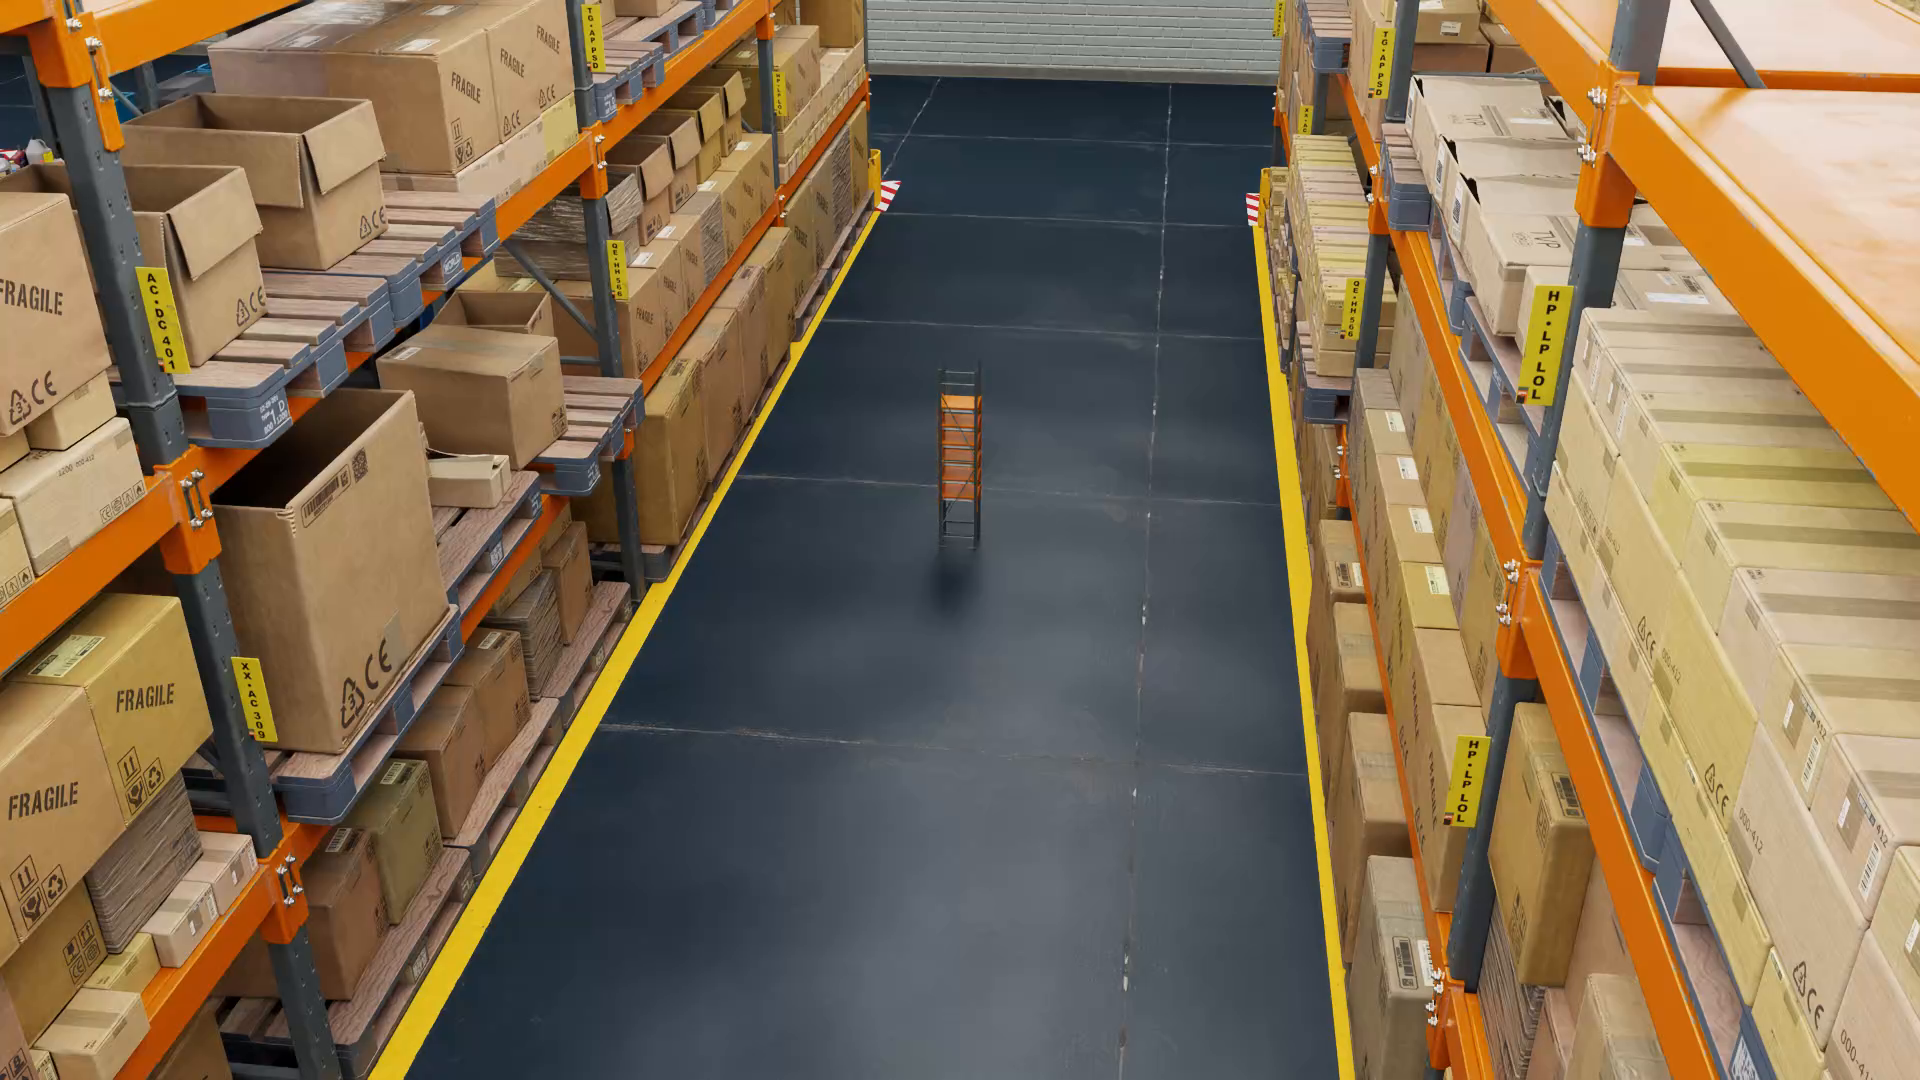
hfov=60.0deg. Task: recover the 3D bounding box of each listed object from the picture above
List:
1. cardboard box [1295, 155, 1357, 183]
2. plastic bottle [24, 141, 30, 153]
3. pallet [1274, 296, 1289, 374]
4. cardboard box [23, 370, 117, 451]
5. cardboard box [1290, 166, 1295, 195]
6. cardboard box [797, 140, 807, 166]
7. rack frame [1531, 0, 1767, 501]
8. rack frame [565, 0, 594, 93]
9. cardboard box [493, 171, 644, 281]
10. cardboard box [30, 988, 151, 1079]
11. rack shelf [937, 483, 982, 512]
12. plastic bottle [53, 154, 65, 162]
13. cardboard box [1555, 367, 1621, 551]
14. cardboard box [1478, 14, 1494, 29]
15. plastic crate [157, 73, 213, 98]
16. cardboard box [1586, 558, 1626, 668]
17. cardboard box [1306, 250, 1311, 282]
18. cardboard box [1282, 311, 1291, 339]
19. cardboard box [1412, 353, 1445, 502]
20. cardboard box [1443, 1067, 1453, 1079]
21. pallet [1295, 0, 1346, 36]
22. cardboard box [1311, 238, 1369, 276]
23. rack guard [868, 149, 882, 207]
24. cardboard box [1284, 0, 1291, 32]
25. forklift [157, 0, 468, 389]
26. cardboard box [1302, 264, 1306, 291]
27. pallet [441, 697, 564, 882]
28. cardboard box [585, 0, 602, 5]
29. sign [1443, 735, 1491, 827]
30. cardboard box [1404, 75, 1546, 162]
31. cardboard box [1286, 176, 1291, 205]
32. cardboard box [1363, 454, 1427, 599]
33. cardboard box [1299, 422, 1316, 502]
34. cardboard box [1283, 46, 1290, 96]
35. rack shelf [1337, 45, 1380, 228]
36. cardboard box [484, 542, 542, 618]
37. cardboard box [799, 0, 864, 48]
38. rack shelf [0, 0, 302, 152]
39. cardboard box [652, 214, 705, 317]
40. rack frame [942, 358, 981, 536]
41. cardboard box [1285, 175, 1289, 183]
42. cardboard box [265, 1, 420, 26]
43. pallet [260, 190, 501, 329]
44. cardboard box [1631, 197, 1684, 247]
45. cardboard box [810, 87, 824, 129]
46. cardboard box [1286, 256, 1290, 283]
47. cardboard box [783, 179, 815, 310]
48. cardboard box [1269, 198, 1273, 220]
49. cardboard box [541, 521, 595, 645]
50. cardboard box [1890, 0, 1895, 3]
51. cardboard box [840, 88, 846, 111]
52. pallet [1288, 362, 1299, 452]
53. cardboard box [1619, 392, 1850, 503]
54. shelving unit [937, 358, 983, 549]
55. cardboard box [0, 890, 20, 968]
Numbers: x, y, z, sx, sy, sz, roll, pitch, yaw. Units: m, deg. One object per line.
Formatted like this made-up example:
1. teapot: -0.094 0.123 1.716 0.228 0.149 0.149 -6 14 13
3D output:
1. cardboard box: 2.453 -2.474 11.167 0.380 0.149 0.250 4 29 7
2. plastic bottle: -7.274 -2.973 13.022 0.061 0.283 0.133 3 28 6
3. pallet: 3.068 -1.639 13.363 1.003 0.211 1.213 3 28 6
4. cardboard box: -2.623 -0.379 4.659 0.380 0.149 0.250 4 29 8
5. cardboard box: 2.486 -2.473 11.479 0.380 0.149 0.250 3 28 5
6. cardboard box: -1.460 -3.142 13.476 0.380 0.149 0.250 4 29 8
7. rack frame: 2.040 -1.424 3.698 1.000 3.000 0.127 3 28 6
8. rack frame: -2.380 -3.643 7.816 1.000 3.000 0.127 3 28 6
9. cardboard box: -2.274 -1.831 9.615 0.797 0.503 0.637 4 29 8
10. cardboard box: -2.655 1.465 4.924 0.380 0.149 0.250 3 28 6
11. rack shelf: -0.002 -0.271 10.380 0.258 0.103 0.180 3 28 6
12. plastic bottle: -6.736 -2.708 12.457 0.144 0.351 0.185 3 28 6
13. cardboard box: 1.702 -0.184 3.854 0.500 0.250 0.500 4 29 7
14. cardboard box: 2.919 -2.520 8.789 0.500 0.500 0.500 3 28 6
15. plastic crate: -6.447 -3.633 13.992 0.402 0.464 0.583 3 28 6
16. cardboard box: 1.596 0.169 3.620 0.380 0.149 0.250 3 28 6
17. cardboard box: 2.264 -1.615 9.885 0.380 0.149 0.250 3 28 6
18. cardboard box: 2.730 -1.683 13.067 0.380 0.149 0.250 4 29 7
19. cardboard box: 2.344 -0.460 7.073 0.700 0.500 0.500 3 28 5
20. cardboard box: 1.894 2.259 4.983 0.875 0.875 0.875 4 29 7
21. pallet: 2.839 -3.502 10.916 1.213 0.211 1.003 3 28 6
22. cardboard box: 2.229 -1.627 9.594 0.380 0.149 0.250 4 29 8
23. rack guard: -1.397 -3.678 16.843 1.175 0.500 0.348 3 28 6
24. cardboard box: 3.192 -4.851 14.911 0.500 0.500 0.500 3 28 6
25. forklift: -4.431 -2.015 11.192 1.130 2.935 3.031 3 28 5
26. cardboard box: 2.297 -1.603 10.176 0.380 0.149 0.250 4 29 8
27. pallet: -2.629 1.166 8.155 1.003 0.211 1.213 3 28 6
28. cardboard box: -2.377 -2.844 8.944 0.797 0.503 0.637 5 29 9
29. sign: 1.500 0.715 4.915 0.100 0.325 0.005 3 28 6
30. cardboard box: 2.223 -1.848 7.193 0.500 0.311 0.500 3 29 6
31. cardboard box: 2.516 -2.464 11.776 0.380 0.149 0.250 2 28 4
32. cardboard box: 2.086 -0.038 7.344 0.500 0.500 0.500 3 28 6
33. cardboard box: 2.467 -0.569 10.629 0.500 0.500 0.500 2 28 4
34. cardboard box: 3.141 -4.158 14.679 0.500 0.500 0.500 3 29 6
35. rack shelf: 2.775 -2.611 9.822 1.077 0.370 4.000 3 28 6
36. cardboard box: -2.487 0.142 8.497 0.500 0.250 0.500 7 29 12
37. cardboard box: -1.199 -4.918 15.562 0.500 0.500 0.500 4 29 7
38. rack shelf: -2.625 -2.209 6.334 1.077 0.370 4.000 3 28 6
39. cardboard box: -1.930 -1.743 10.510 0.500 0.500 0.500 3 28 5
40. rack frame: 0.009 -0.564 10.325 0.240 1.200 0.006 3 28 6
41. cardboard box: 3.195 -3.260 15.366 0.380 0.149 0.250 4 29 7
42. cardboard box: -2.759 -2.142 7.560 0.500 0.500 0.500 4 29 7
43. pallet: -2.565 -1.130 6.512 1.213 0.211 1.003 3 28 6
44. cardboard box: 2.480 -1.142 5.930 0.396 0.266 0.258 3 28 6
45. cardboard box: -1.449 -3.634 13.969 0.500 0.250 0.500 4 29 7
46. cardboard box: 2.821 -2.163 13.331 0.380 0.149 0.250 3 28 6
47. cardboard box: -1.730 -2.440 13.706 0.875 0.875 0.875 3 28 6
48. cardboard box: 3.129 -3.134 15.759 0.380 0.149 0.250 4 29 7
49. cardboard box: -2.442 0.221 9.140 0.700 0.500 0.500 2 28 4
50. cardboard box: 8.010 -4.567 14.014 0.380 0.149 0.250 4 29 8
51. cardboard box: -1.240 -3.989 15.049 0.380 0.149 0.250 3 28 5
52. pallet: 2.926 -0.955 12.092 1.003 0.211 1.213 3 28 6
53. cardboard box: 1.597 -0.182 3.431 0.380 0.149 0.250 3 28 6
54. shelving unit: -0.002 -0.521 10.245 0.258 1.200 0.189 3 28 6
55. cardboard box: -2.774 0.964 4.116 0.500 0.500 0.500 3 28 6
